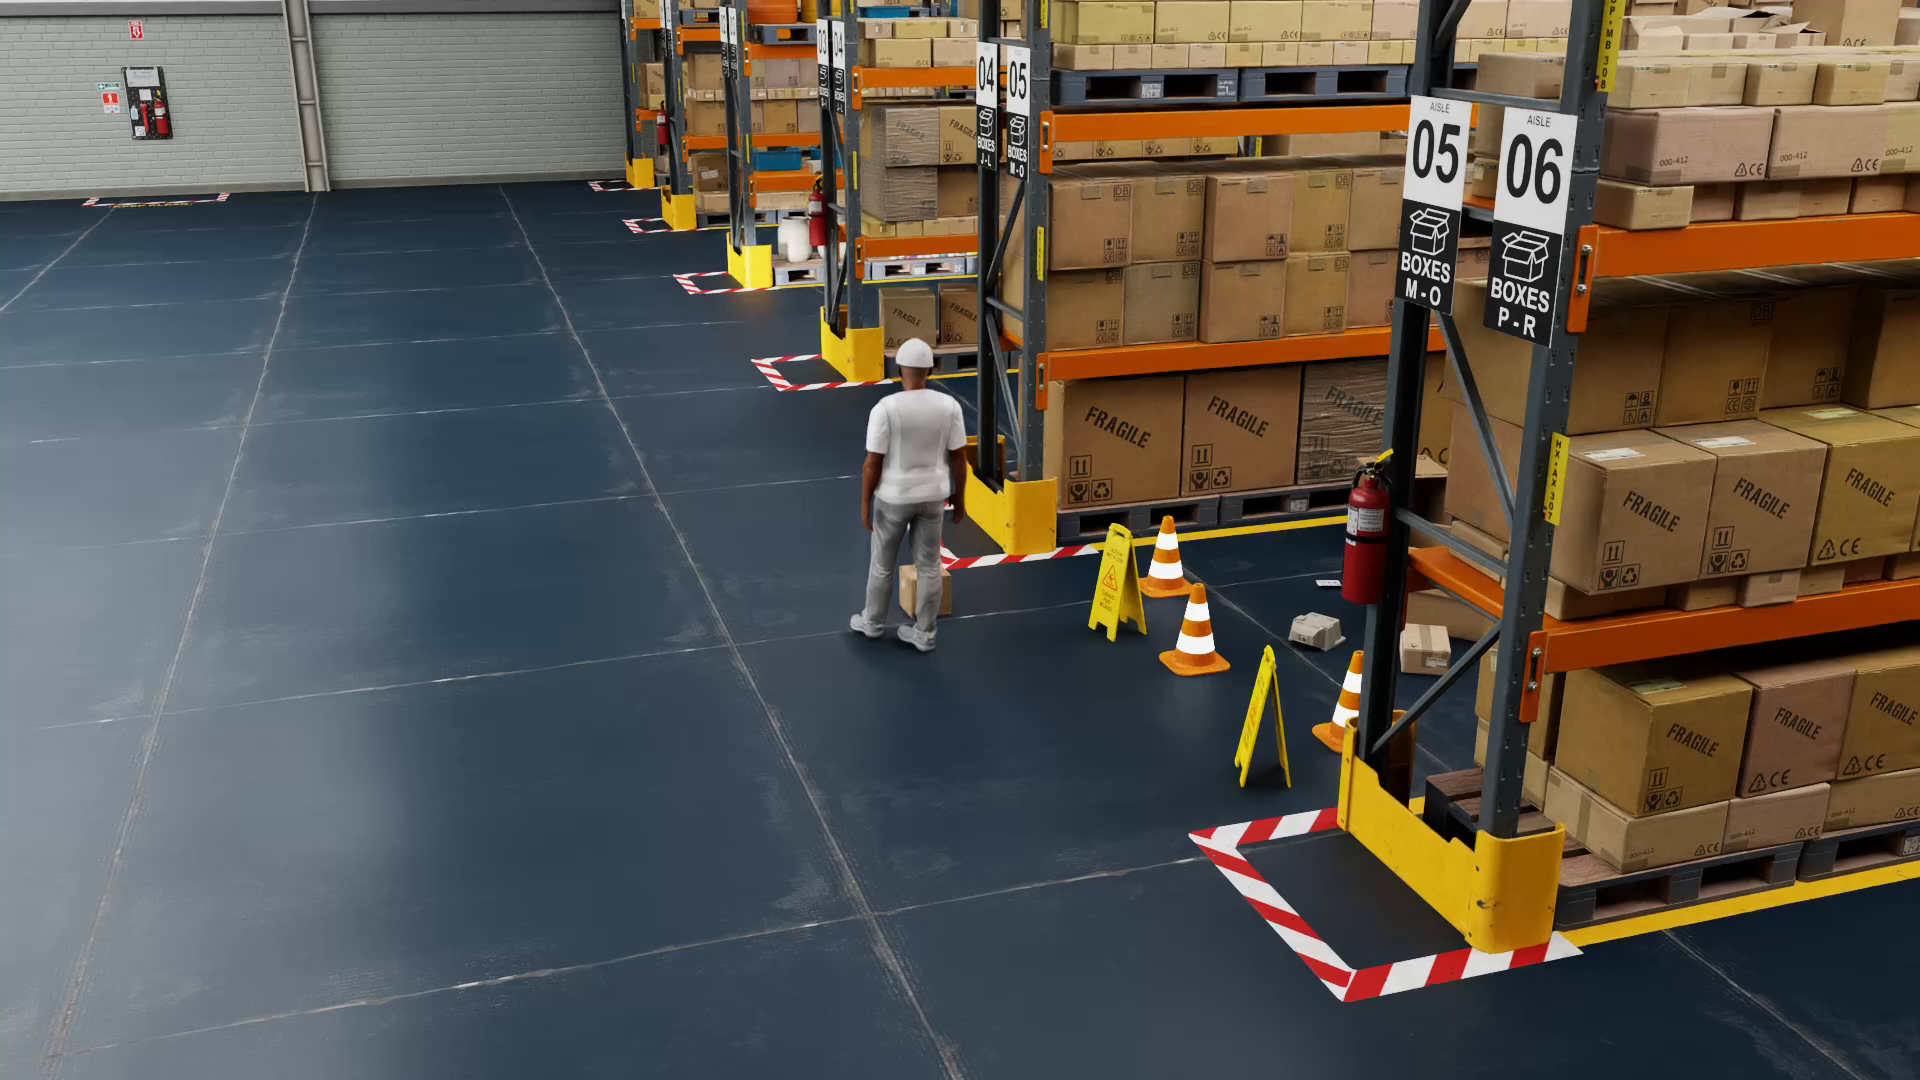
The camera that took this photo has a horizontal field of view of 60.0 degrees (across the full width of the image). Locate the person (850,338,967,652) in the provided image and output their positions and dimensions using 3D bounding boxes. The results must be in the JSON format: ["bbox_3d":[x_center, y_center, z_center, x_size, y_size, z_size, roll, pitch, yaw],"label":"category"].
[{"bbox_3d":[-0.299,-0.277,9.311,0.596,1.768,0.585,-6,20,-17],"label":"person"}]
